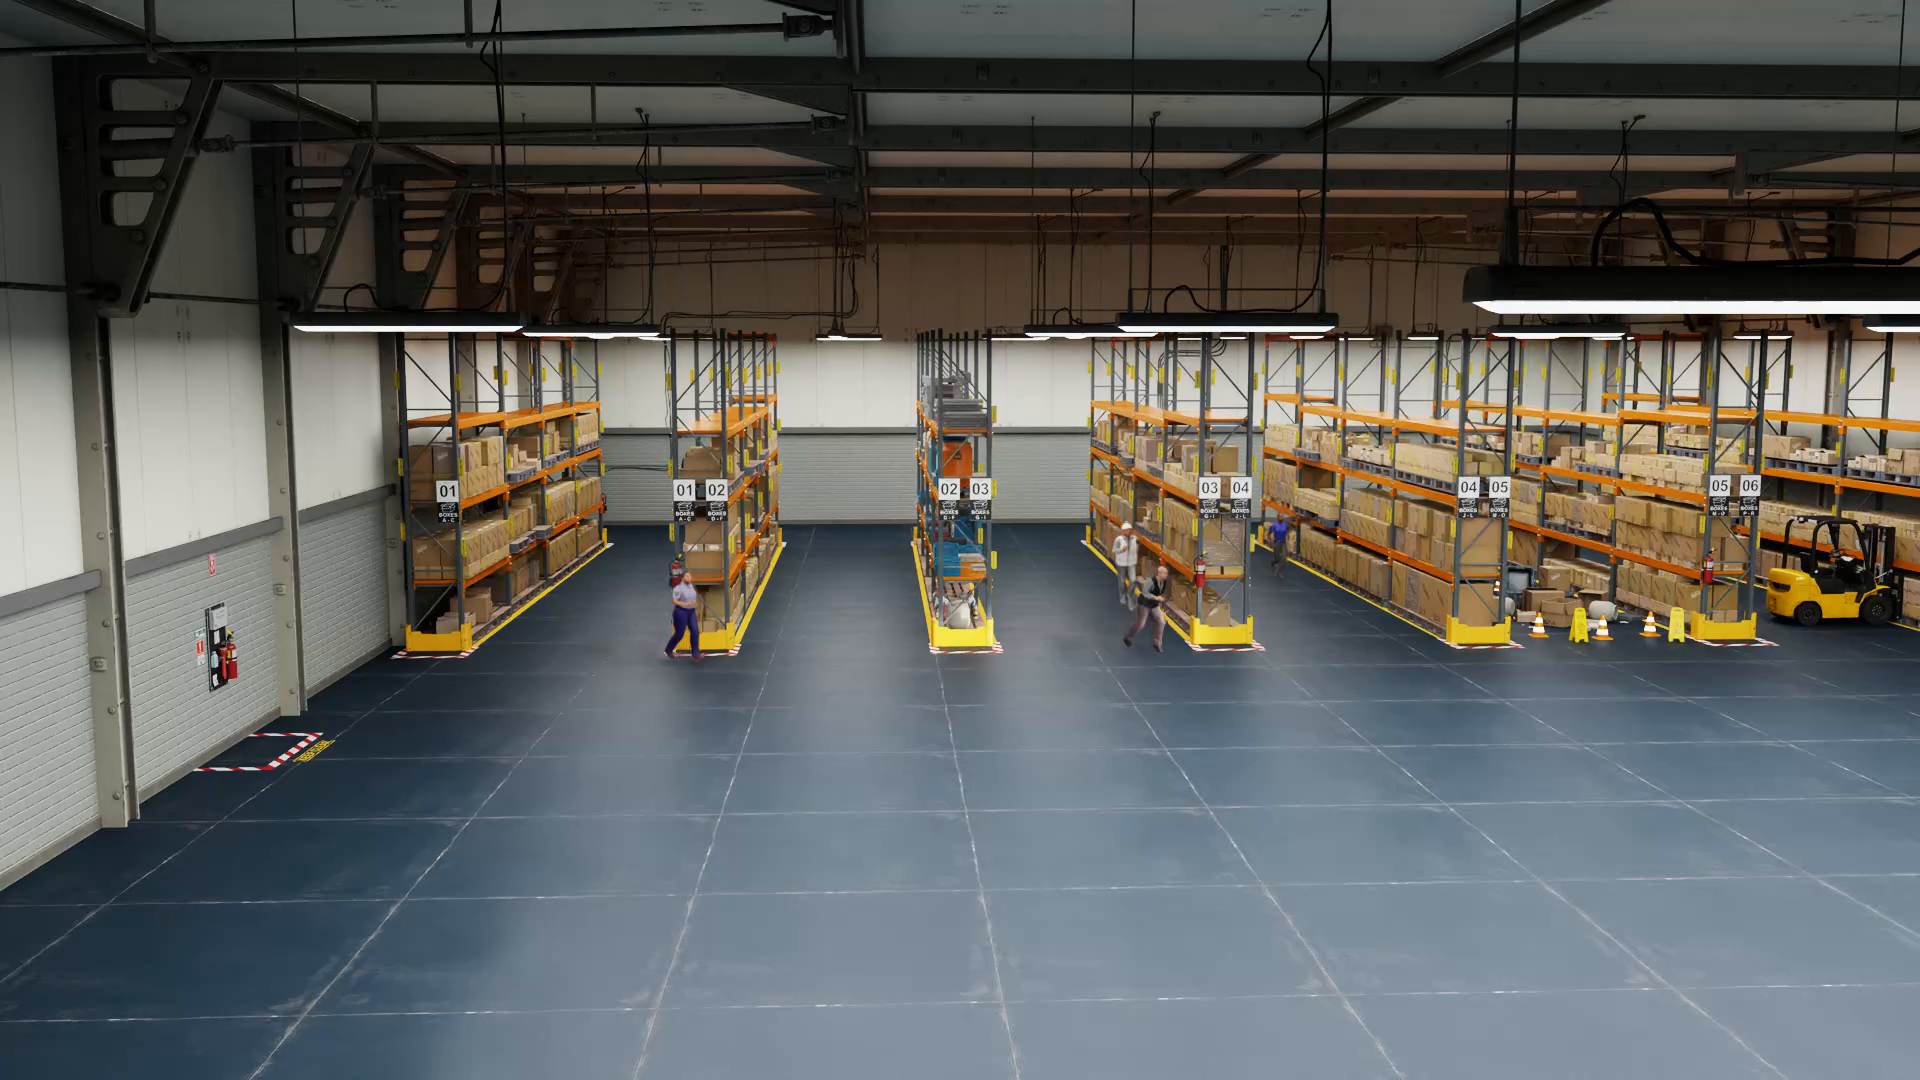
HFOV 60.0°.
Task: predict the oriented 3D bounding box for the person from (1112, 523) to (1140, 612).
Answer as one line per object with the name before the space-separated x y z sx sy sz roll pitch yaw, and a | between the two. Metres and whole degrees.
person | 3.480 0.542 34.798 0.641 1.838 0.835 0 7 -2

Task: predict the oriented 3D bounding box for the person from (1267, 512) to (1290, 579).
person | 7.838 0.125 40.836 0.585 1.621 0.604 -1 7 -9

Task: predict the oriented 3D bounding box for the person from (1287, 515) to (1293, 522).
person | 9.854 -0.830 48.862 0.546 1.631 0.639 5 9 38

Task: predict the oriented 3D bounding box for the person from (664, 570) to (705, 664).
person | -4.966 1.383 29.999 0.780 1.695 0.623 5 8 34

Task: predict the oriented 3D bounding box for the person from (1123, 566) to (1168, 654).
person | 3.476 1.290 31.032 0.987 1.681 0.701 6 9 43
